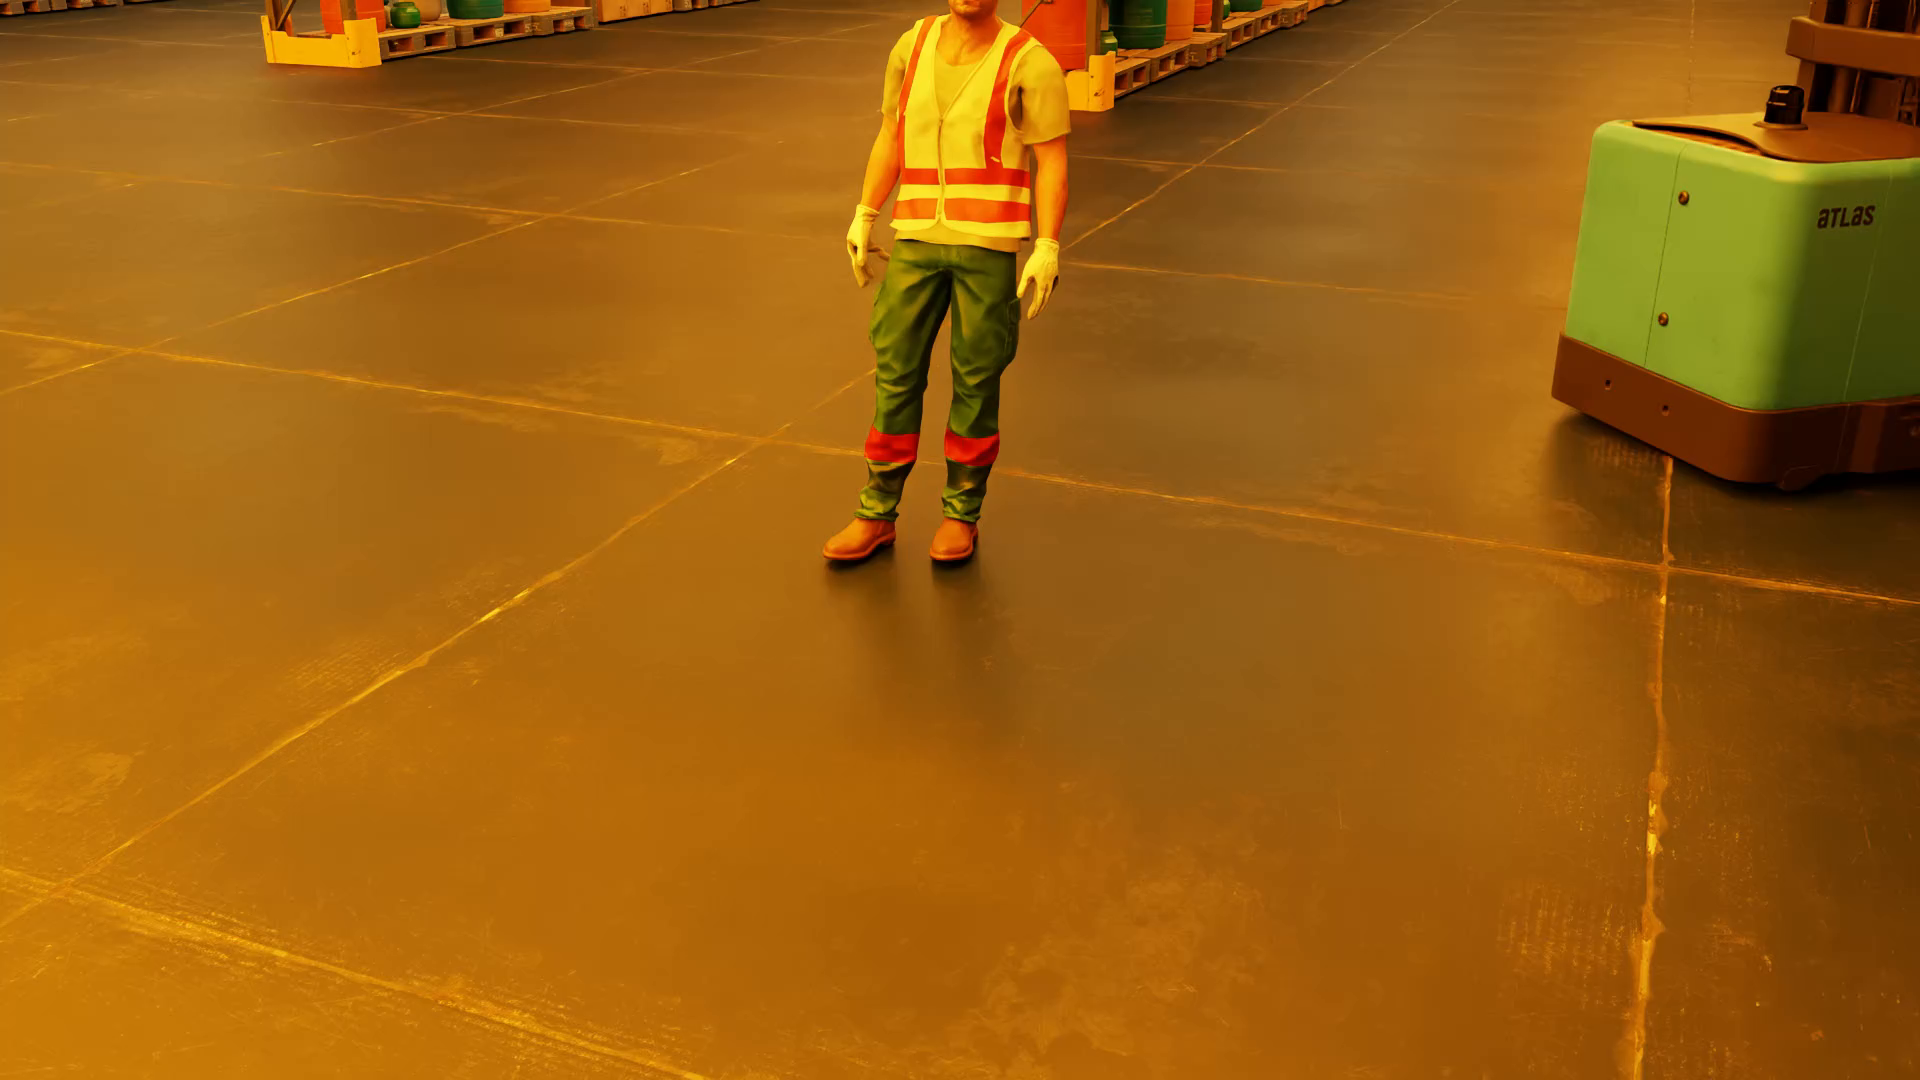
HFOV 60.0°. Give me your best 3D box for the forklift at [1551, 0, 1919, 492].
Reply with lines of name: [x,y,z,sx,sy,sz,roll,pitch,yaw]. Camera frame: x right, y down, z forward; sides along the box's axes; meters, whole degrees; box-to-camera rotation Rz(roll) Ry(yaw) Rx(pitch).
forklift: [3.776,-1.822,5.653,3.031,2.935,1.130,-7,24,-16]

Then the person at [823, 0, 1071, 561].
person: [-0.041,-0.804,4.680,0.638,1.789,0.562,9,24,21]
